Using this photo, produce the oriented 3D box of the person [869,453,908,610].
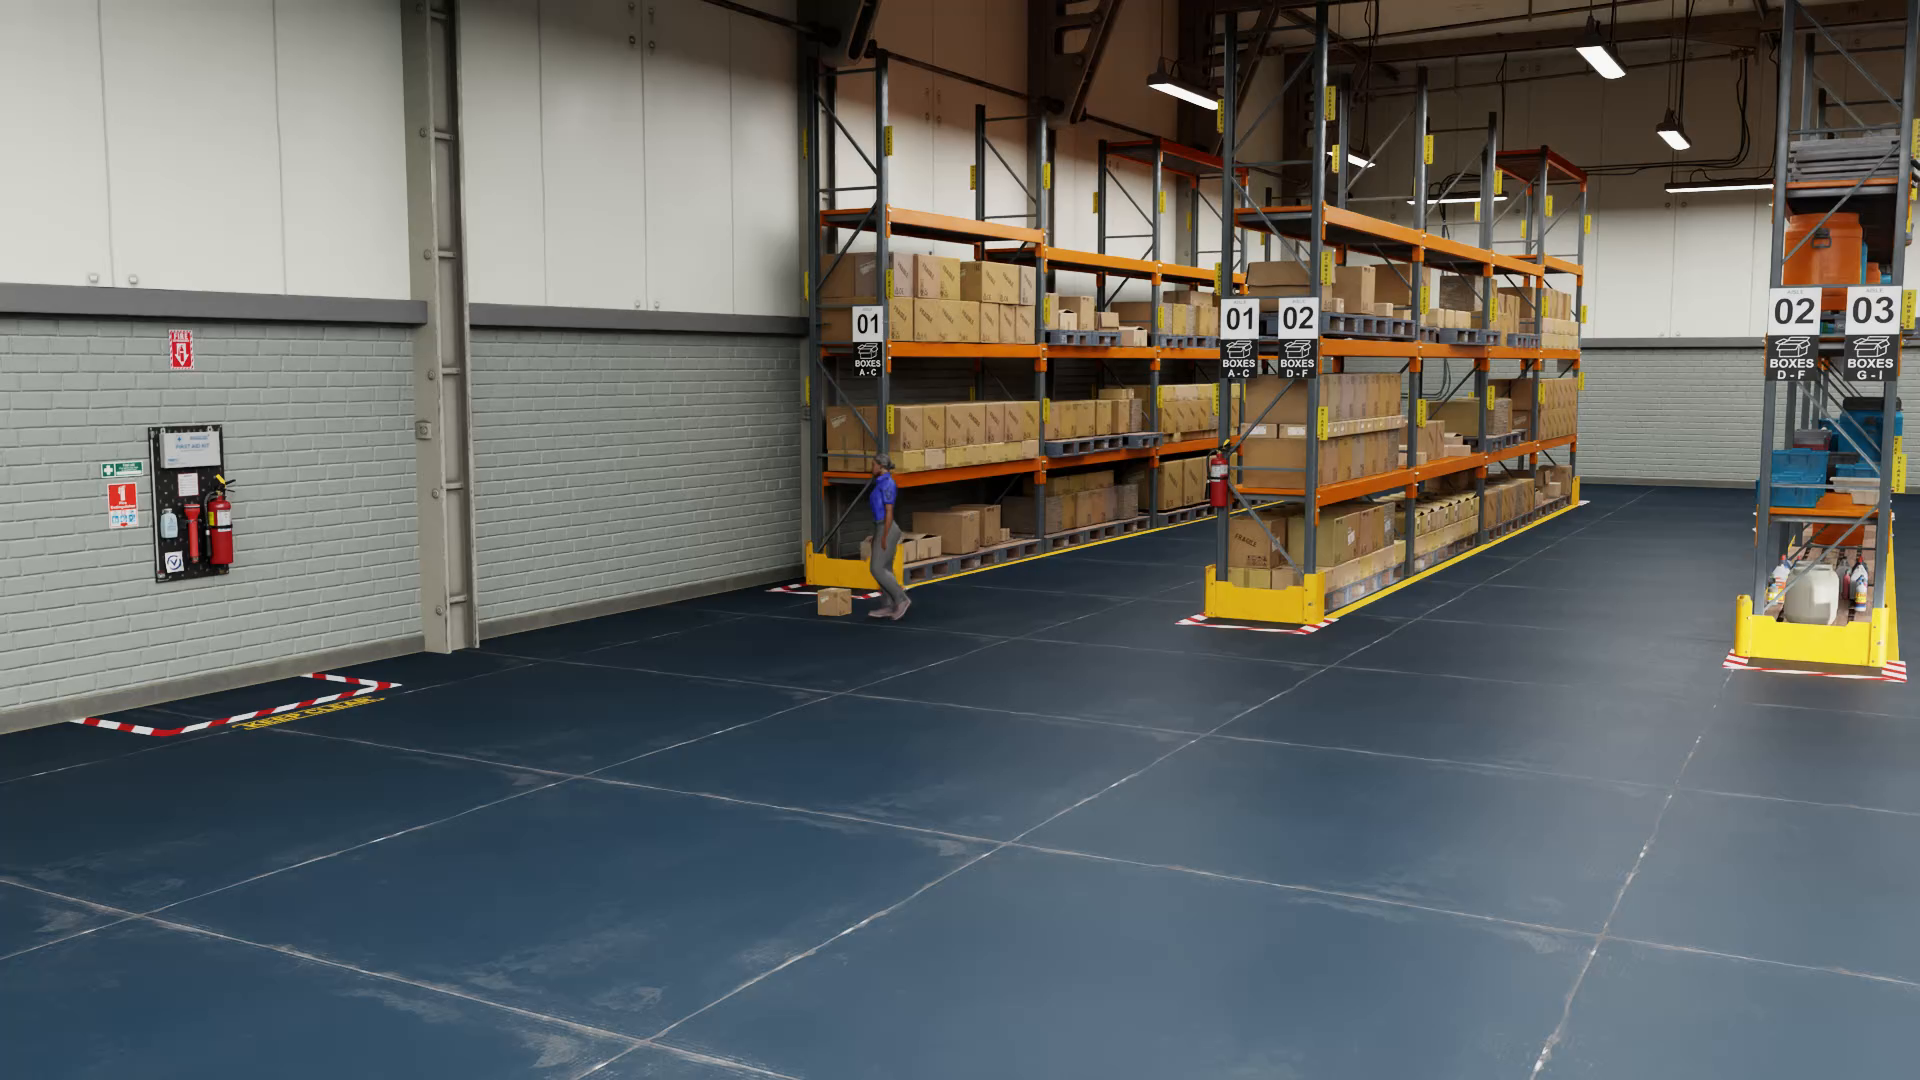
[{"bbox_3d":[-0.722,-0.079,16.654,0.383,1.586,0.477,-1,6,-6],"label":"person"}]
